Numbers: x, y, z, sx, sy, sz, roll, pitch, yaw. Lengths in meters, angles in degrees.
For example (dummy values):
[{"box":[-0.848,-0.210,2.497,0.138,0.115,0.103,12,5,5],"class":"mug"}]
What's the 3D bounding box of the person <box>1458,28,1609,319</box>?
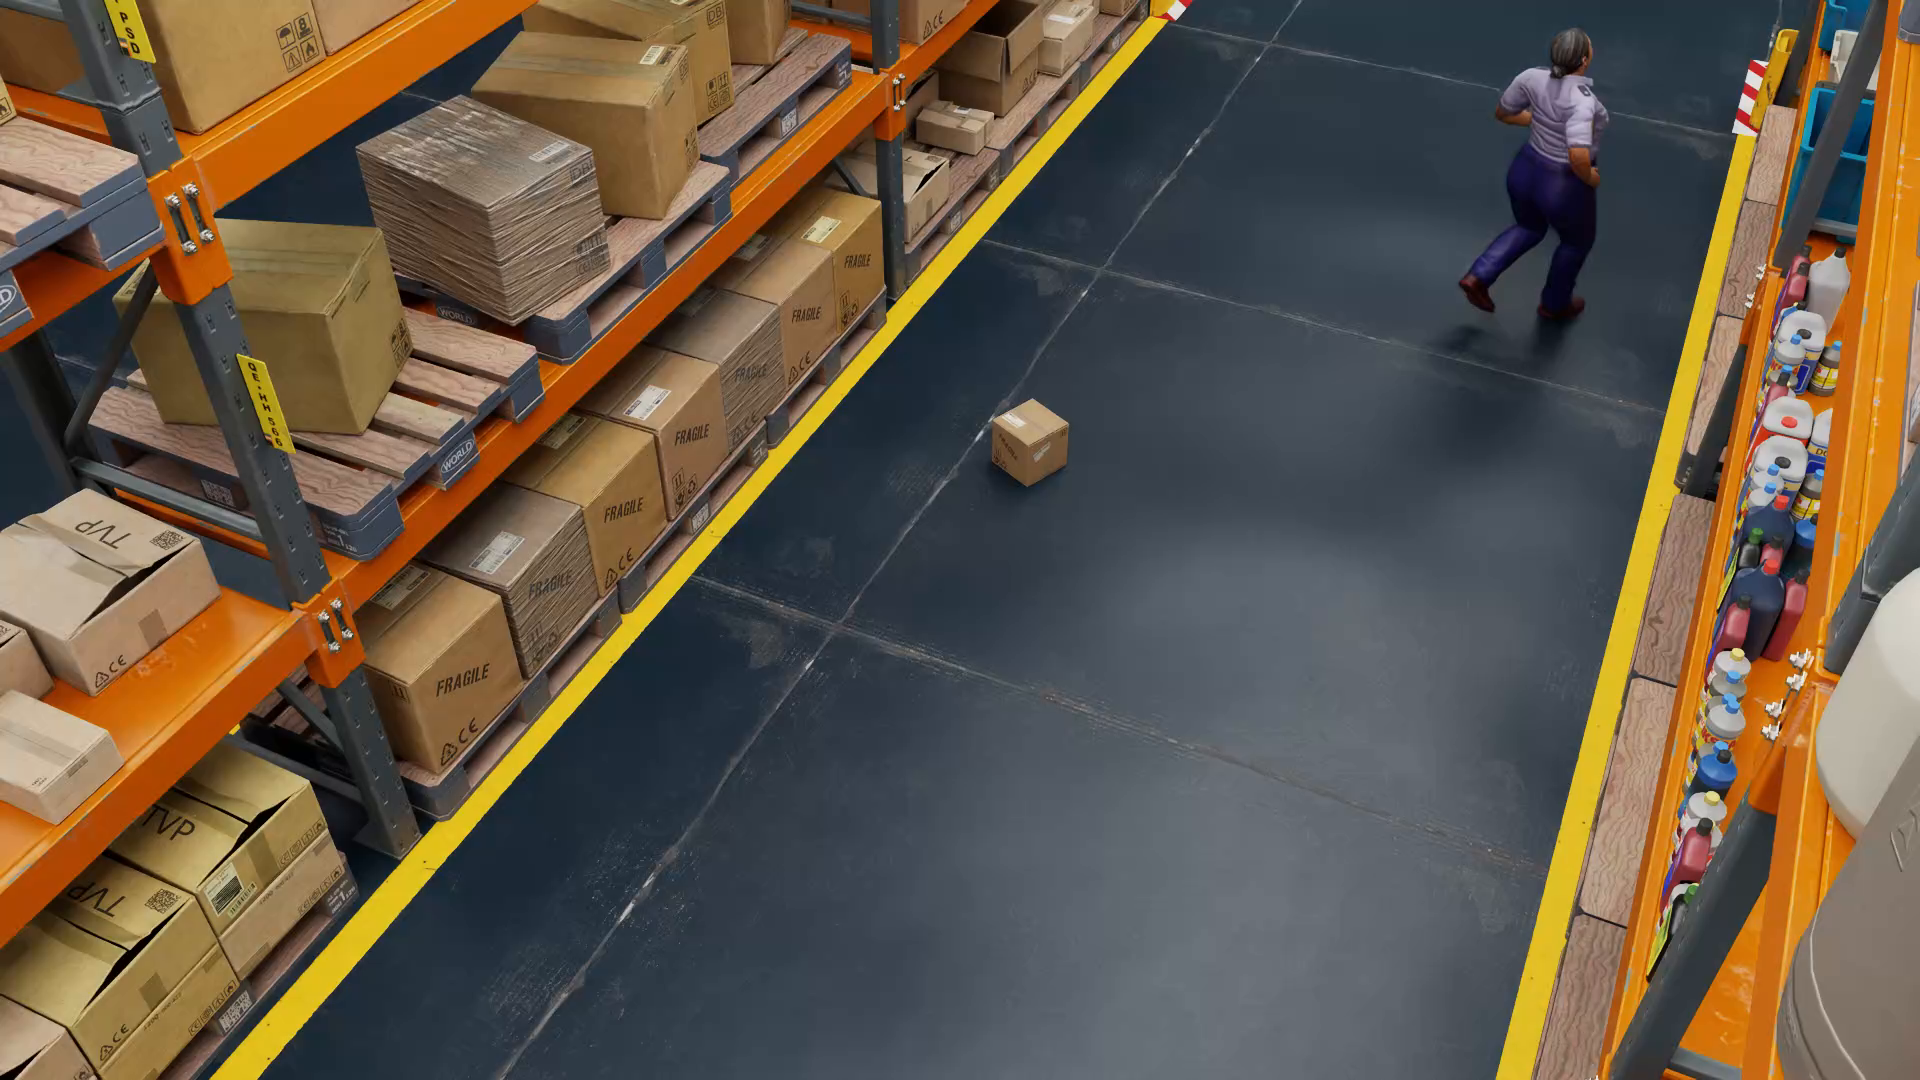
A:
[{"box":[2.916,-1.753,8.144,0.741,1.616,0.642,-22,47,-23],"class":"person"}]
